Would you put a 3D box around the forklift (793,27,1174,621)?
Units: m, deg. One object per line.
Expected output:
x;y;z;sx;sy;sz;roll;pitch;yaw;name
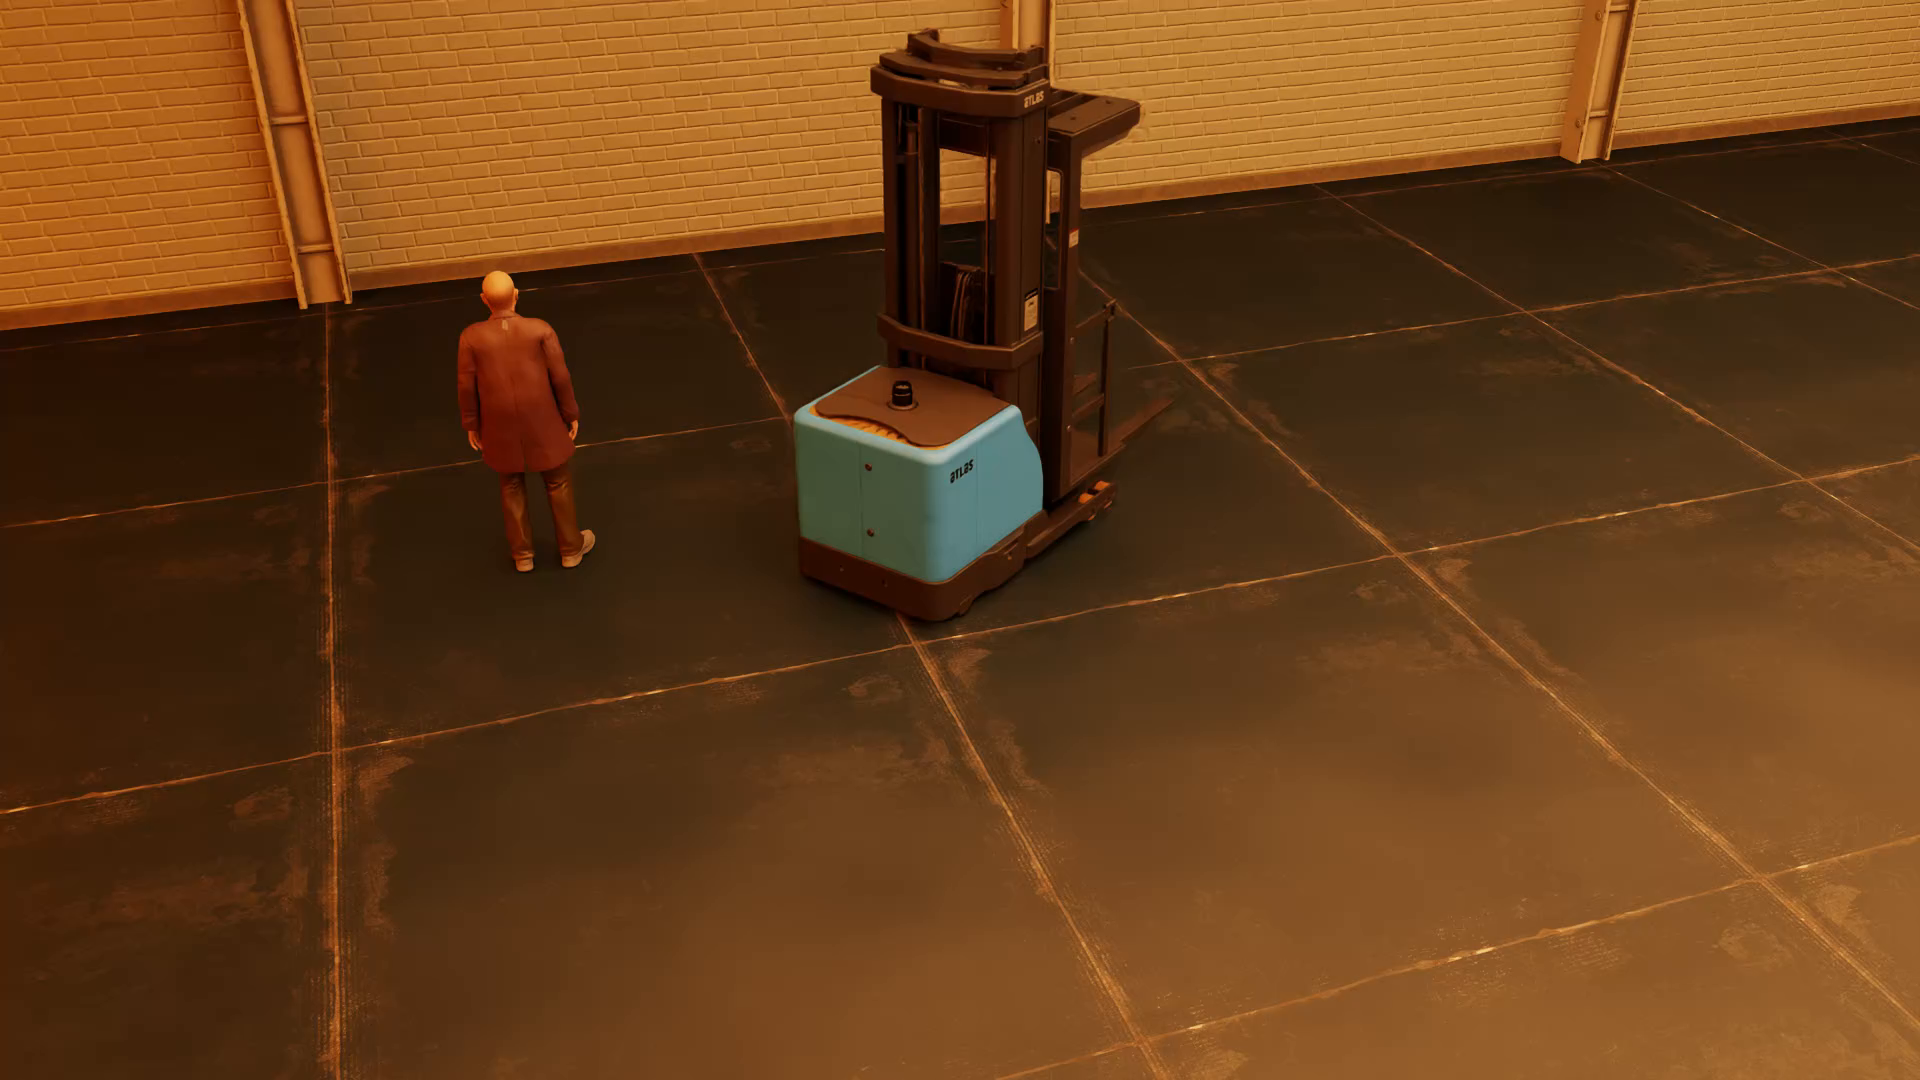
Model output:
0.318;-1.512;9.715;1.130;2.935;3.031;19;35;29;forklift

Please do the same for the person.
-2.477;-0.659;9.392;0.652;1.773;0.427;-5;30;-8;person
